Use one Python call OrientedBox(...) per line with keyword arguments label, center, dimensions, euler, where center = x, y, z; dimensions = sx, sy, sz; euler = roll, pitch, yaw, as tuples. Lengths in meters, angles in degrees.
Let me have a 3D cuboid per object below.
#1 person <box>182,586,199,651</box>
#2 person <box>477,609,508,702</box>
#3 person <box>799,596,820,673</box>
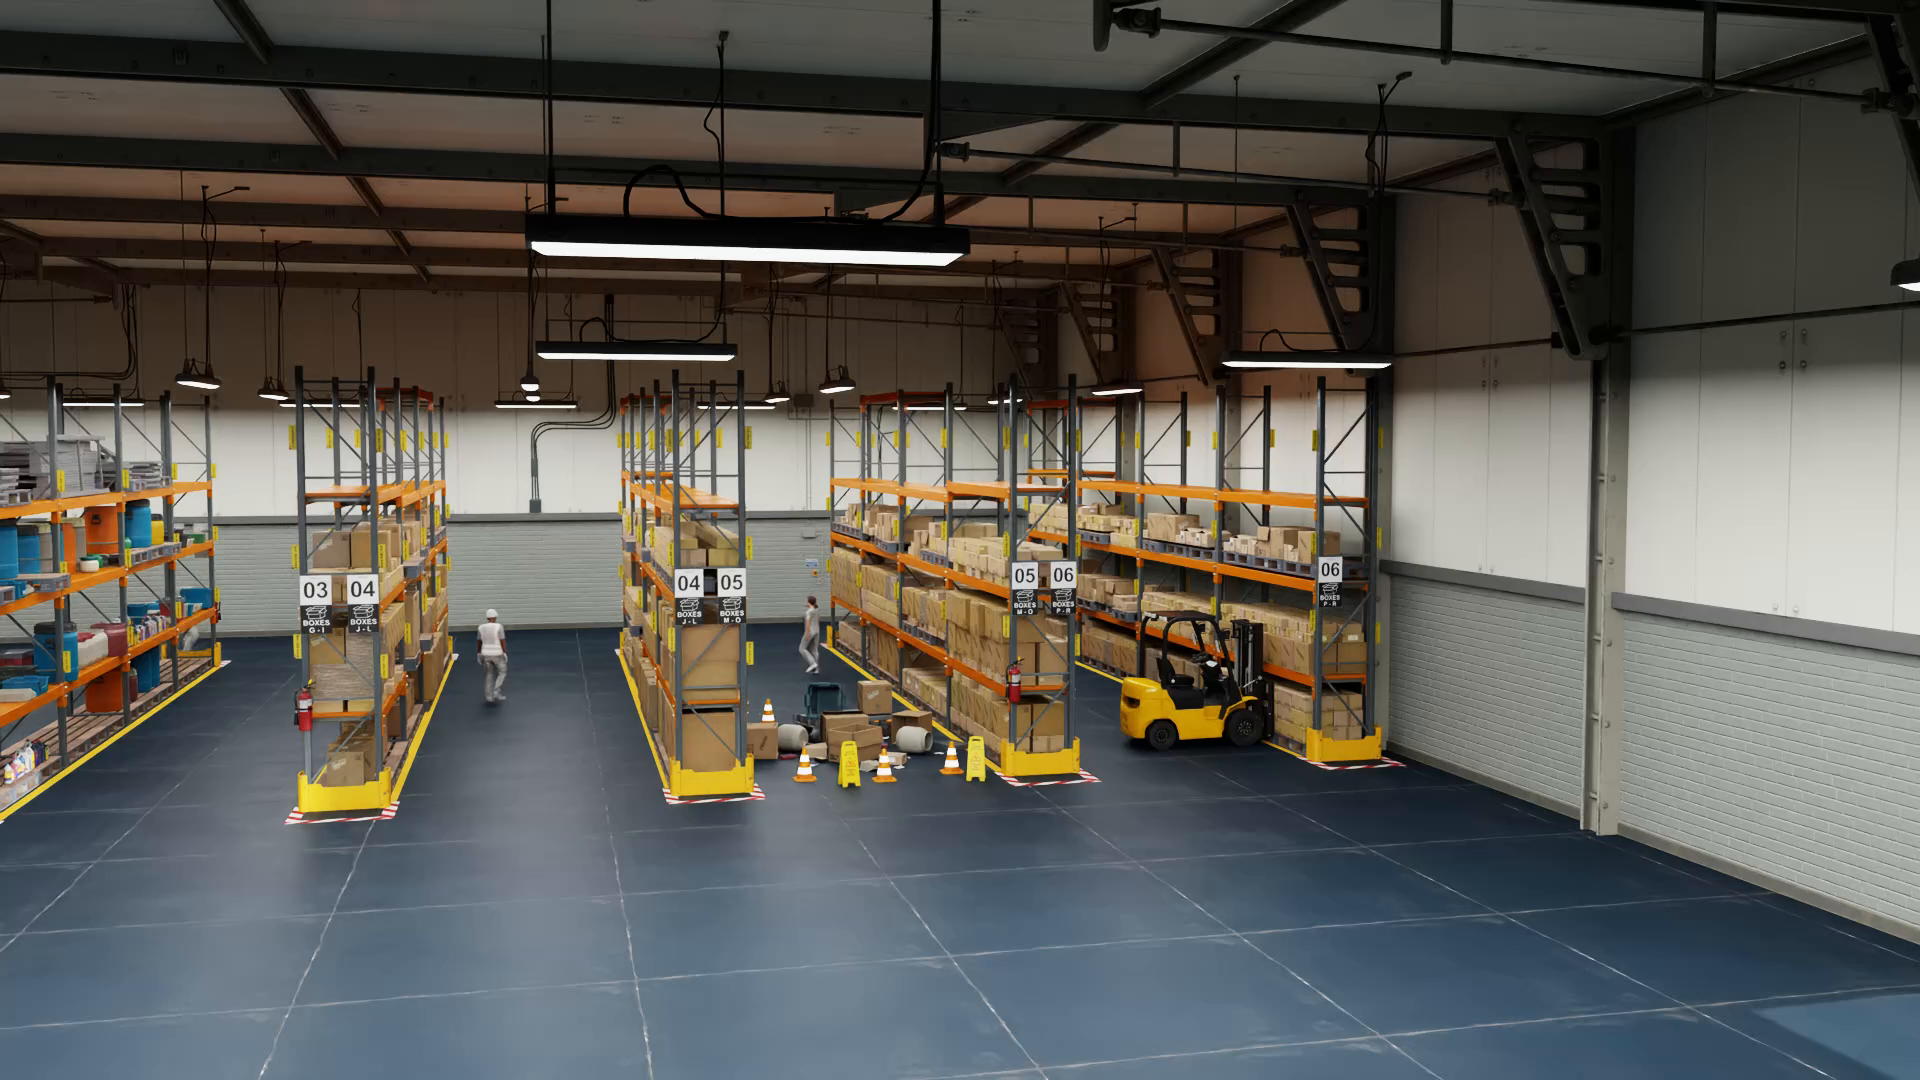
OrientedBox(label="person", center=(-17.678, 1.895, 38.169), dimensions=(0.433, 1.685, 0.507), euler=(-1, 4, -14))
OrientedBox(label="person", center=(-8.974, 2.215, 31.877), dimensions=(0.603, 1.786, 0.518), euler=(1, 3, 10))
OrientedBox(label="person", center=(-3.168, 2.035, 35.739), dimensions=(0.461, 1.670, 0.488), euler=(2, 4, 31))
